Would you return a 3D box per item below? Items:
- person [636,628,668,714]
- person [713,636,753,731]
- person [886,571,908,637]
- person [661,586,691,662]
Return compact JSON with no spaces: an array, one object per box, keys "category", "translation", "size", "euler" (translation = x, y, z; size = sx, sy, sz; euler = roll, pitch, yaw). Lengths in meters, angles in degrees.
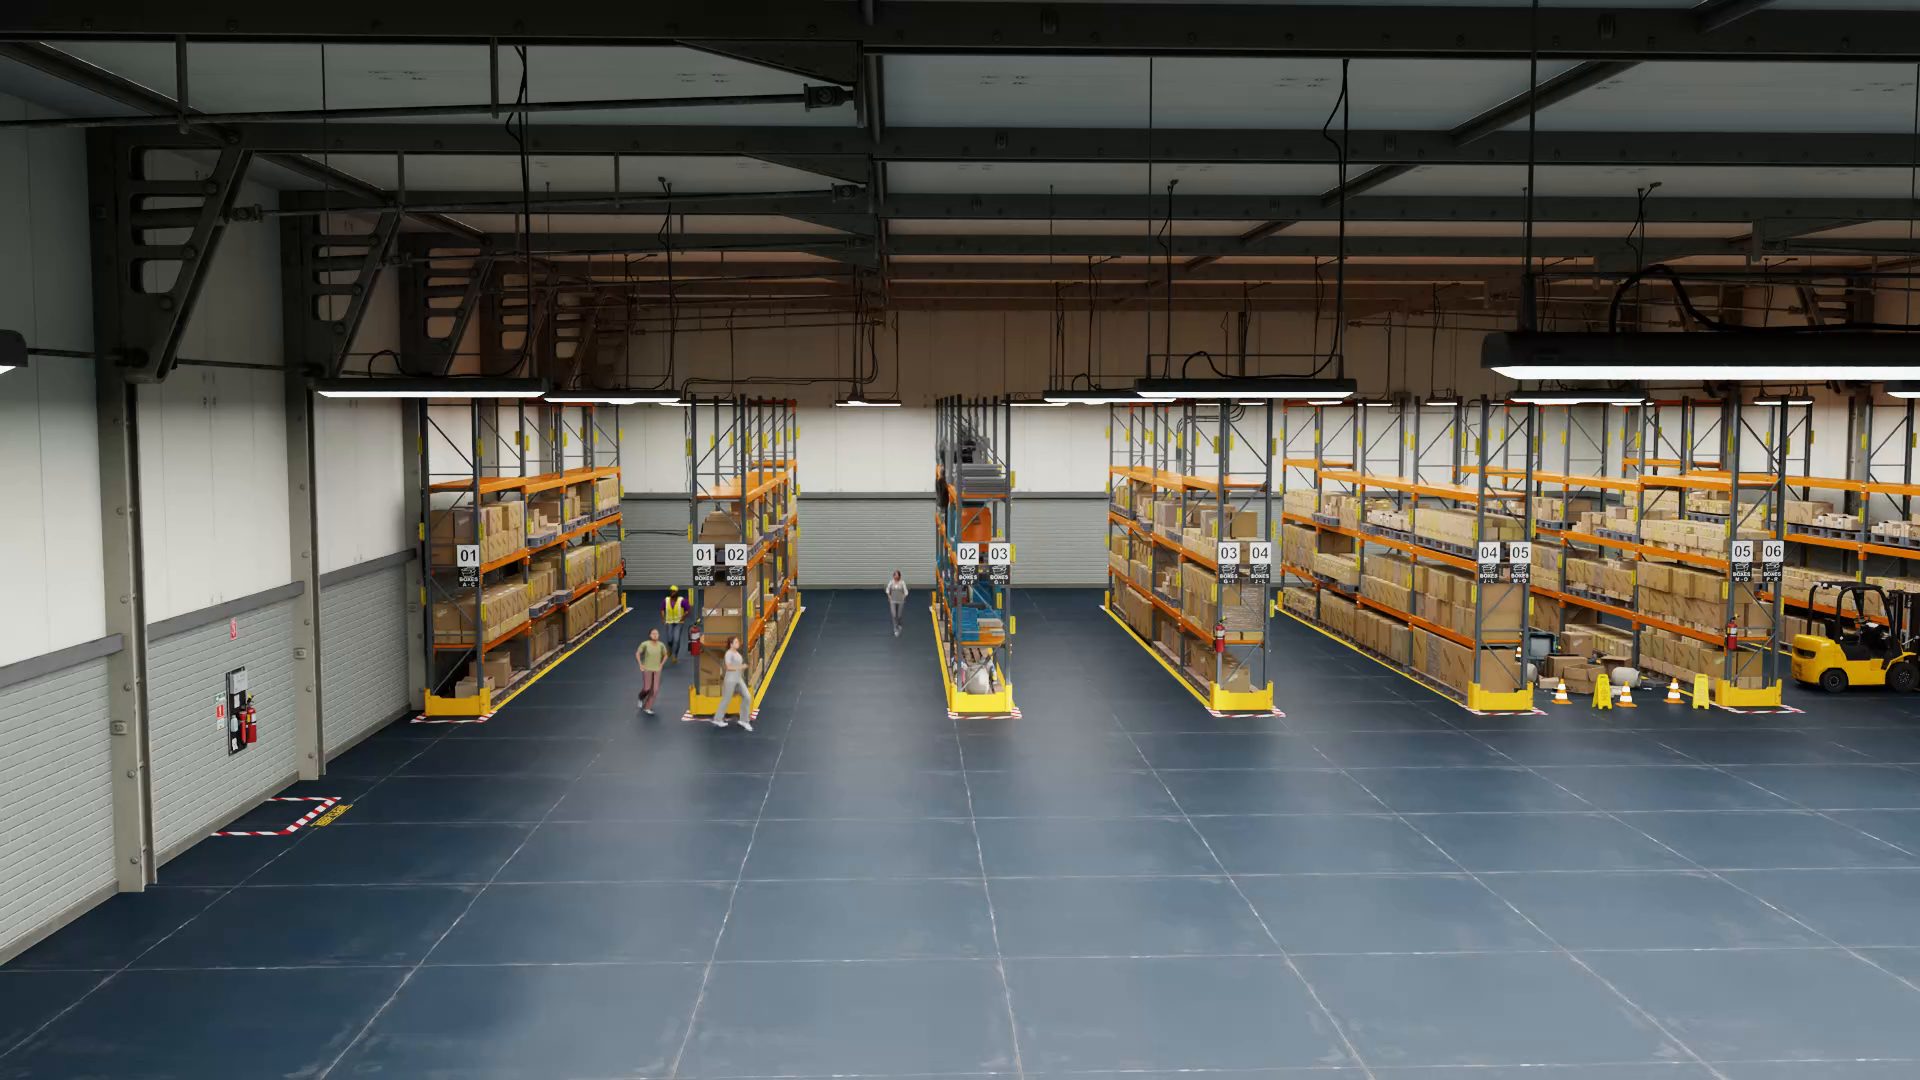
[{"category":"person","translation":[-5.790,2.454,31.348],"size":[0.588,1.613,0.535],"euler":[-2,5,-24]},{"category":"person","translation":[-4.058,2.547,29.628],"size":[0.762,1.704,0.533],"euler":[2,5,26]},{"category":"person","translation":[-1.528,1.518,40.007],"size":[0.537,1.574,0.628],"euler":[0,4,2]},{"category":"person","translation":[-6.466,1.894,37.759],"size":[0.688,1.733,0.622],"euler":[0,4,-1]}]
